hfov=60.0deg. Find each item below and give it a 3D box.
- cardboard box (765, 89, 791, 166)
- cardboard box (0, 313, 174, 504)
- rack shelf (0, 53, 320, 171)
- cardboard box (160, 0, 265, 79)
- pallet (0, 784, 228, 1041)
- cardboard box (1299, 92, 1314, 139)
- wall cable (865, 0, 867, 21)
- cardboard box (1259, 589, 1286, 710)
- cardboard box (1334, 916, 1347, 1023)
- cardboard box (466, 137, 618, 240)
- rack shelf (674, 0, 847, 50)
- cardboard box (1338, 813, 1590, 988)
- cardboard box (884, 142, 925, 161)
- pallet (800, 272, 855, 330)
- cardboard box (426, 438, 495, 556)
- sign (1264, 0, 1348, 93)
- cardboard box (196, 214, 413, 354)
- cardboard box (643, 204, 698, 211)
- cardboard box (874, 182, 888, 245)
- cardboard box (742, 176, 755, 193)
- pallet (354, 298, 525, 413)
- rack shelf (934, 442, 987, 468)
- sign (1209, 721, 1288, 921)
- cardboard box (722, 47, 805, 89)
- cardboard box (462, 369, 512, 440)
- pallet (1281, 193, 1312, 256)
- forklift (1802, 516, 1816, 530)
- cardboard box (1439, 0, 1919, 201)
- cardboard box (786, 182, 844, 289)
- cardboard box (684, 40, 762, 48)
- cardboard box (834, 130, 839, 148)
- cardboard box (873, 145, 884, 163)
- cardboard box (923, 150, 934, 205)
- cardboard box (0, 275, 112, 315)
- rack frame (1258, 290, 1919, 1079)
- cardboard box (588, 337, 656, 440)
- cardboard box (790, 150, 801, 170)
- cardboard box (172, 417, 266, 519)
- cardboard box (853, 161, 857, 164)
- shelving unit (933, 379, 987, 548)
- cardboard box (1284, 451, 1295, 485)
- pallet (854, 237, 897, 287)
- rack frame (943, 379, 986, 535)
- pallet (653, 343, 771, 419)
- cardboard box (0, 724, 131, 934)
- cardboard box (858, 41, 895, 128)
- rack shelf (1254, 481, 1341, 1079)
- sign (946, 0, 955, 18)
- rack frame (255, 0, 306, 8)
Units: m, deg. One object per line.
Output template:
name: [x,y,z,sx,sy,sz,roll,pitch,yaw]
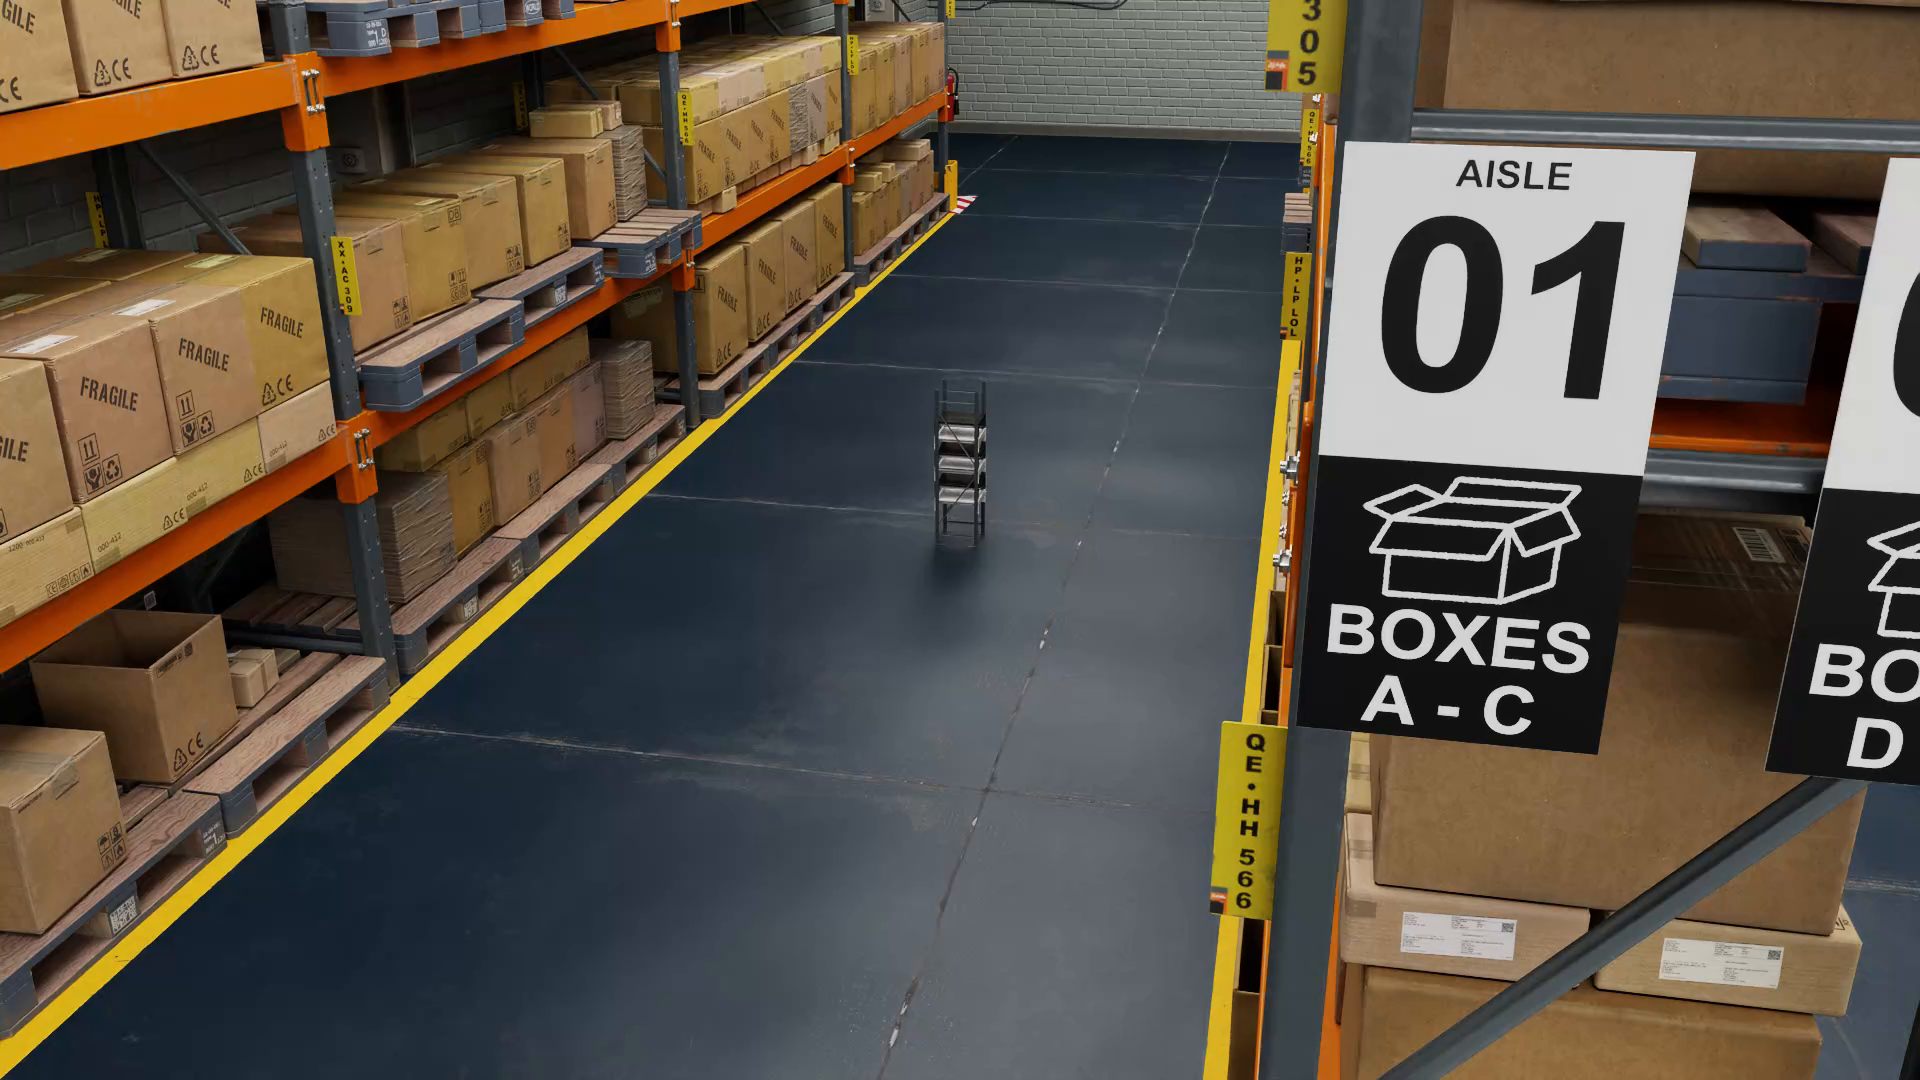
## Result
cardboard box: [-1.597,-3.108,12.497,0.500,0.500,0.500,5,22,12]
cardboard box: [-3.084,-0.455,5.639,0.500,0.500,0.500,4,22,9]
rack shelf: [-3.488,-1.057,4.910,1.077,0.370,4.000,4,22,11]
cardboard box: [-2.942,-1.973,6.061,0.500,0.500,0.500,5,22,12]
pallet: [-3.429,1.259,5.945,1.003,0.211,1.213,4,22,11]
cardboard box: [3.087,-3.365,12.997,0.700,0.500,0.500,-3,22,-7]
wall cable: [-1.296,-6.131,19.201,0.084,1.984,1.851,4,22,11]
cardboard box: [1.369,0.524,6.151,0.500,0.500,0.500,4,22,11]
cardboard box: [1.164,0.700,3.466,0.700,0.500,0.500,5,22,12]
cardboard box: [-2.438,-2.065,9.742,0.700,0.500,0.500,2,22,6]
rack shelf: [-1.856,-3.982,12.174,1.077,0.370,4.000,4,22,11]
cardboard box: [0.845,0.607,2.829,0.380,0.149,0.250,4,22,10]
cardboard box: [-0.576,-4.037,17.278,0.380,0.149,0.250,5,22,12]
pallet: [-1.531,-2.075,14.223,1.003,0.211,1.213,4,22,11]
cardboard box: [-2.890,-0.238,8.687,0.700,0.500,0.500,4,22,10]
sign: [0.425,-0.703,1.990,0.100,0.325,0.005,4,22,11]
cardboard box: [-2.943,-1.164,7.507,0.700,0.500,0.500,5,22,11]
cardboard box: [-1.970,-2.189,11.083,0.380,0.149,0.250,4,22,10]
cardboard box: [-1.089,-3.141,15.920,0.700,0.500,0.500,4,22,10]
cardboard box: [-1.735,-2.661,12.256,0.380,0.149,0.250,5,22,12]
pallet: [-2.782,-0.910,7.854,1.003,0.211,1.213,4,22,11]
rack shelf: [0.002,-0.473,9.172,0.258,0.077,0.200,4,22,11]
sign: [0.425,0.415,2.440,0.100,0.325,0.005,4,22,11]
cardboard box: [-1.511,-3.635,12.800,0.500,0.250,0.500,5,22,12]
cardboard box: [-2.757,-0.745,8.942,0.500,0.250,0.500,4,22,9]
pallet: [2.656,-1.981,10.515,1.213,0.211,1.003,4,22,11]
forklift: [4.811,-1.064,8.072,1.130,2.935,3.031,6,23,13]
cardboard box: [1.075,-0.800,2.422,0.797,0.503,0.637,6,23,15]
cardboard box: [-1.453,-2.606,14.125,0.750,0.750,0.750,5,22,12]
cardboard box: [-1.897,-3.857,13.354,0.500,0.250,0.500,5,22,12]
cardboard box: [-1.240,-3.404,14.099,0.380,0.149,0.250,5,22,11]
cardboard box: [-1.001,-3.976,17.126,0.380,0.149,0.250,5,22,11]
cardboard box: [-0.677,-3.891,17.783,0.700,0.500,0.500,4,22,11]
cardboard box: [-3.490,-0.673,6.180,0.500,0.500,0.500,4,22,11]
rack frame: [0.954,1.109,2.585,1.000,3.000,0.127,4,22,11]
cardboard box: [-2.360,-0.971,10.505,0.700,0.500,0.500,5,22,12]
cardboard box: [-1.476,-3.033,13.178,0.380,0.149,0.250,4,22,11]
cardboard box: [-2.990,-0.292,6.238,0.500,0.250,0.500,5,22,11]
cardboard box: [-1.208,-3.602,16.197,0.380,0.149,0.250,5,22,11]
shelving unit: [0.002,-0.420,9.193,0.258,0.900,0.210,4,22,11]
cardboard box: [1.882,-0.260,8.352,0.500,0.311,0.500,4,22,10]
pallet: [-1.216,-2.635,15.613,1.003,0.211,1.213,4,22,11]
rack frame: [0.022,-0.458,9.285,0.240,0.900,0.006,4,22,11]
pallet: [-2.029,-1.182,12.007,1.003,0.211,1.213,4,22,11]
cardboard box: [-3.352,0.969,5.690,0.700,0.500,0.500,3,22,8]
cardboard box: [-1.167,-4.259,15.512,0.980,0.700,0.700,4,22,10]
rack shelf: [1.362,0.711,4.536,1.077,0.370,4.000,4,22,11]
sign: [-0.103,-5.720,17.673,0.100,0.325,0.005,4,22,11]
rack frame: [-3.080,-3.513,6.031,1.000,3.000,0.127,4,22,11]
